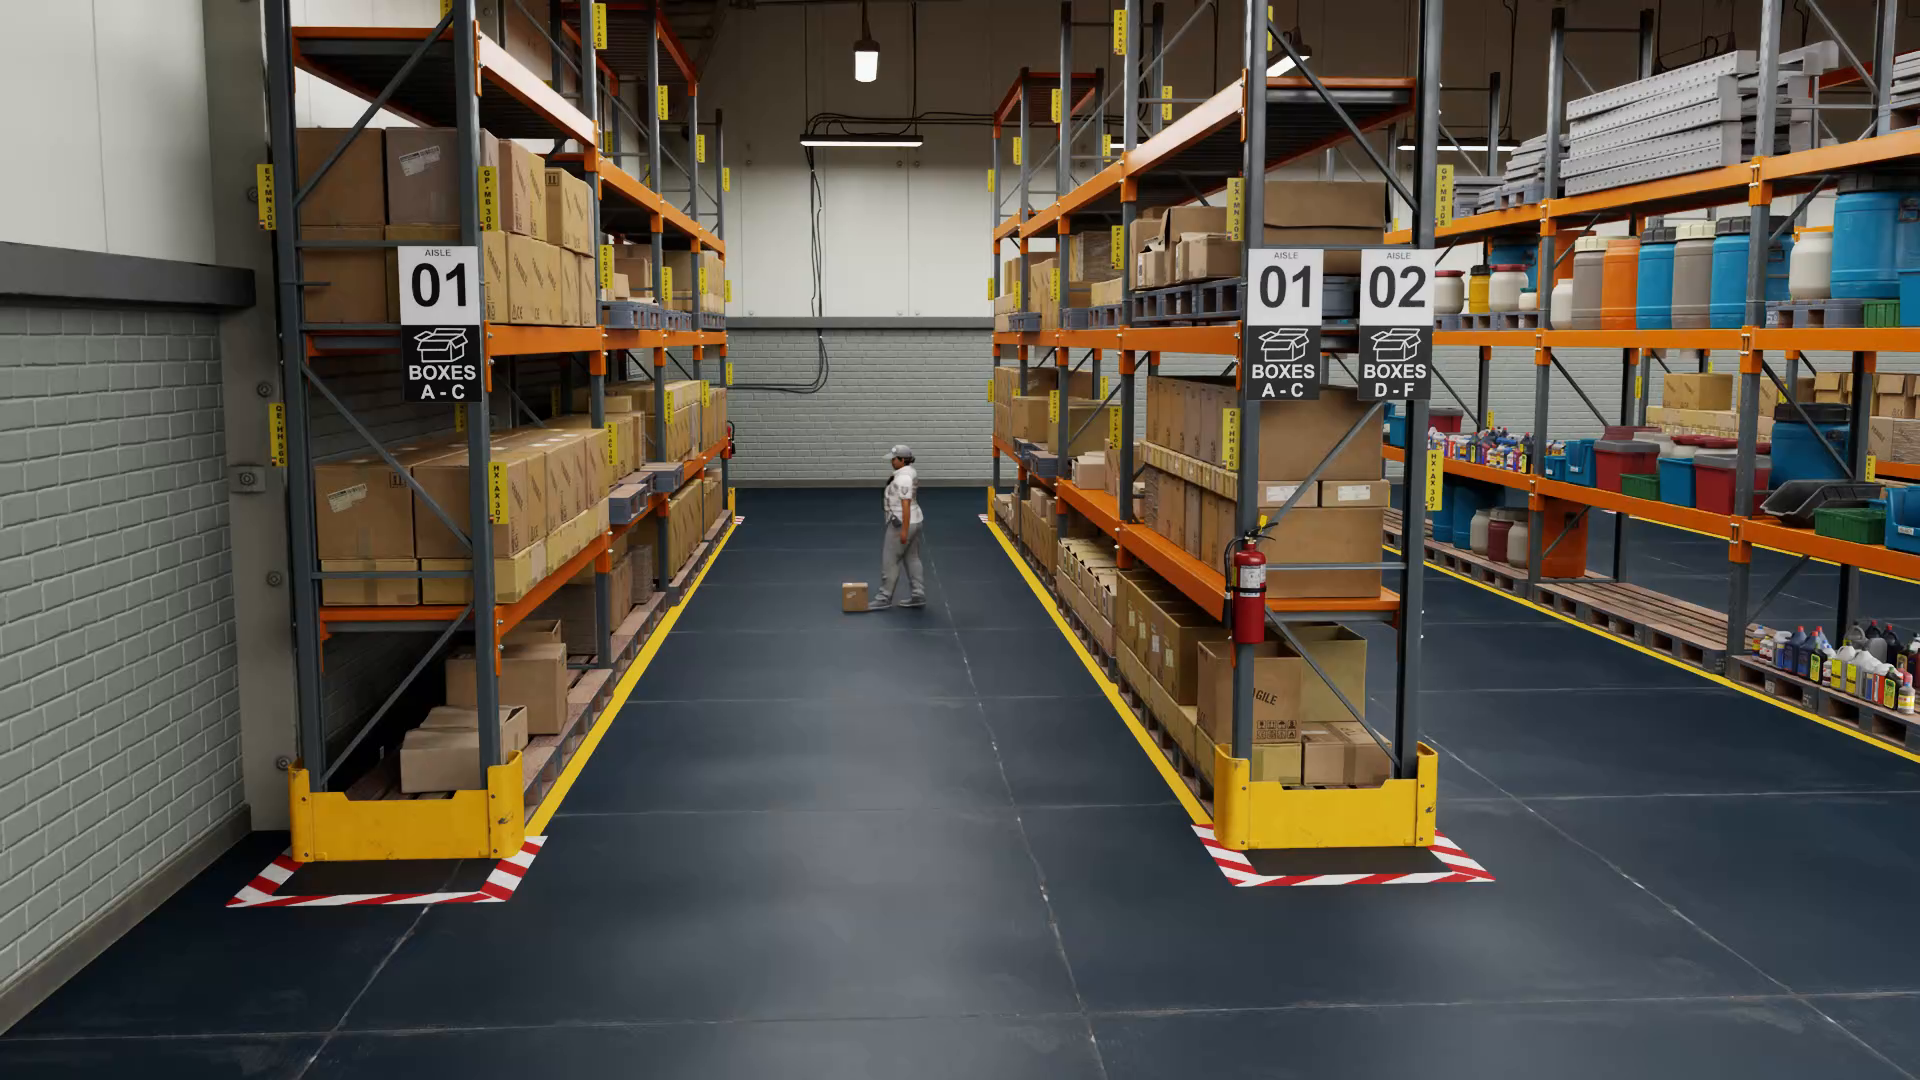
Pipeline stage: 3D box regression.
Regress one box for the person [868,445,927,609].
[{"bbox_3d":[-0.660,-0.141,16.807,0.628,1.656,0.486,1,7,11],"label":"person"}]
